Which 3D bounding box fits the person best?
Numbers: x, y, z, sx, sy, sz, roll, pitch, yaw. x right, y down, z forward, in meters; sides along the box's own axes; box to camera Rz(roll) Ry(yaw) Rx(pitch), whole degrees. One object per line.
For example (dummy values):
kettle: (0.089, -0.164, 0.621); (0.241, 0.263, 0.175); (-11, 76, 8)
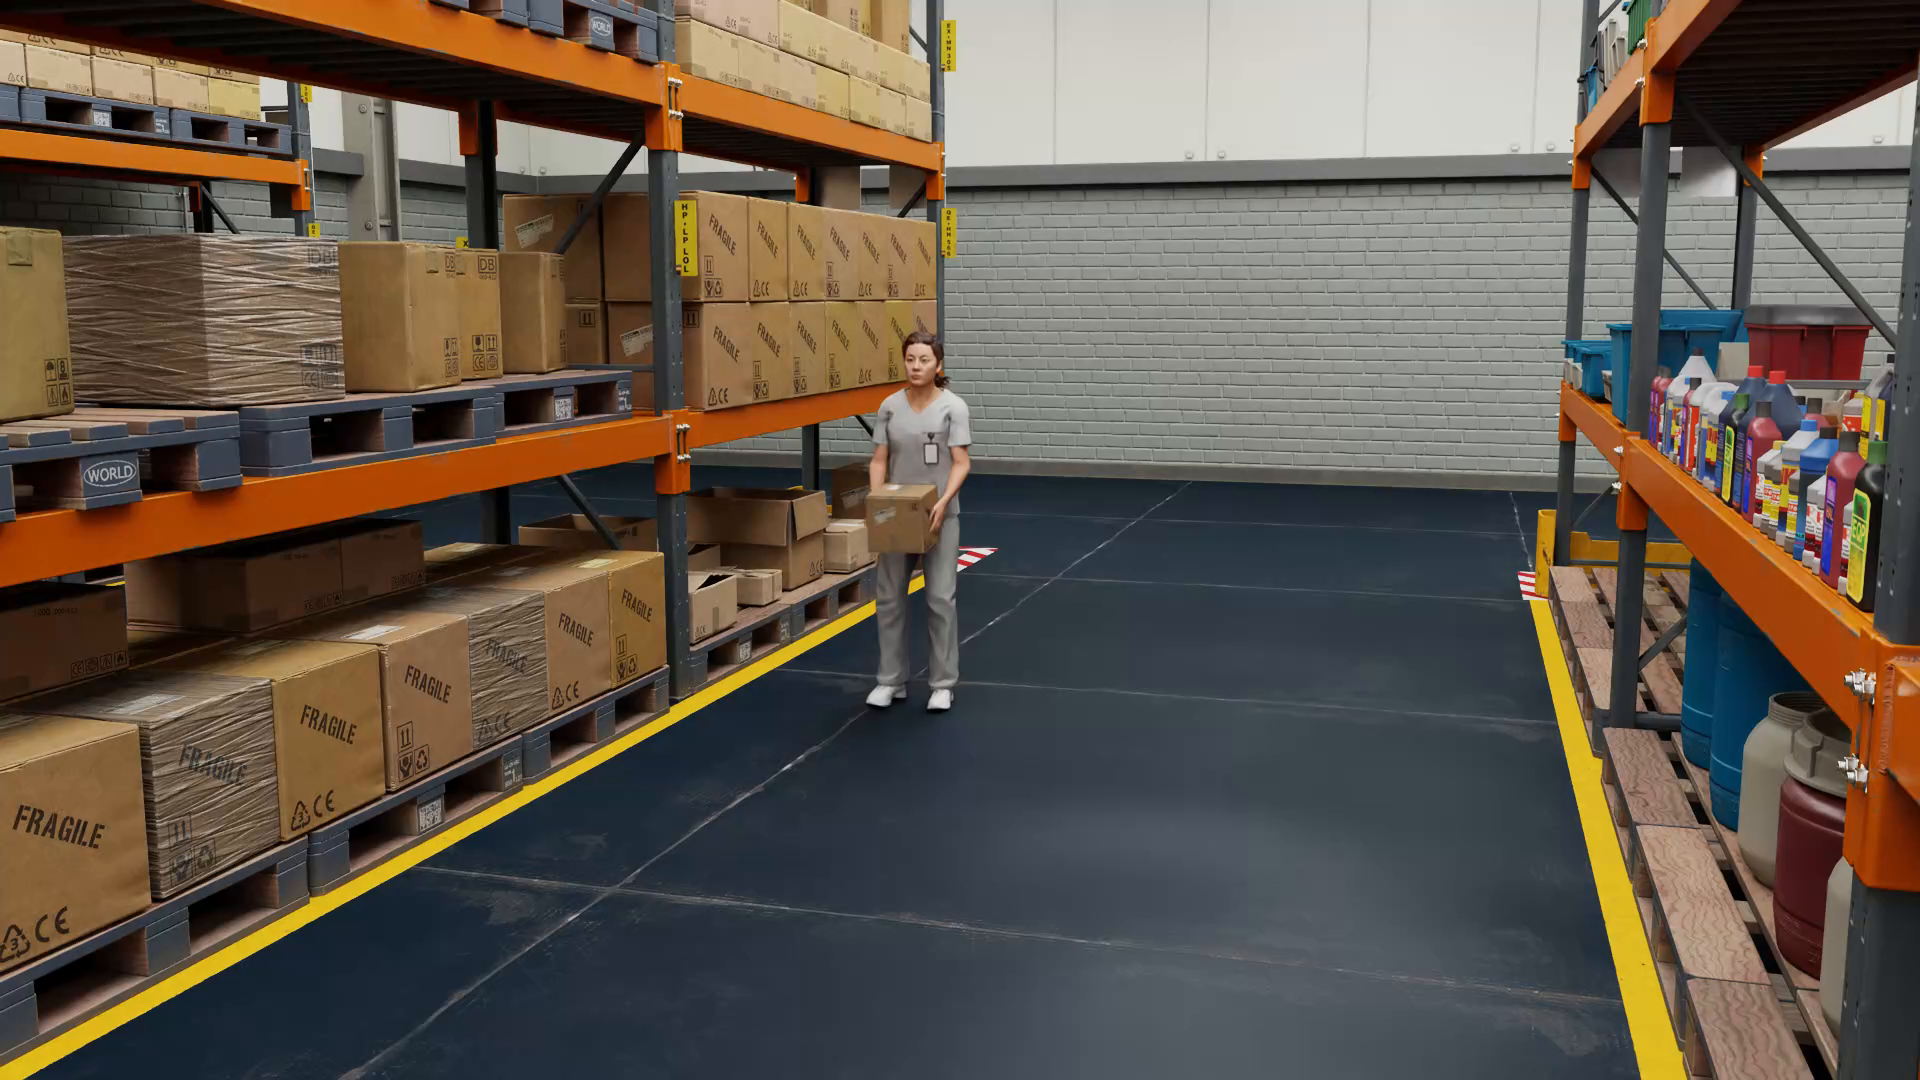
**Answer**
person: (-0.187, -0.085, 7.407); (0.465, 1.675, 0.461); (2, 9, 15)
